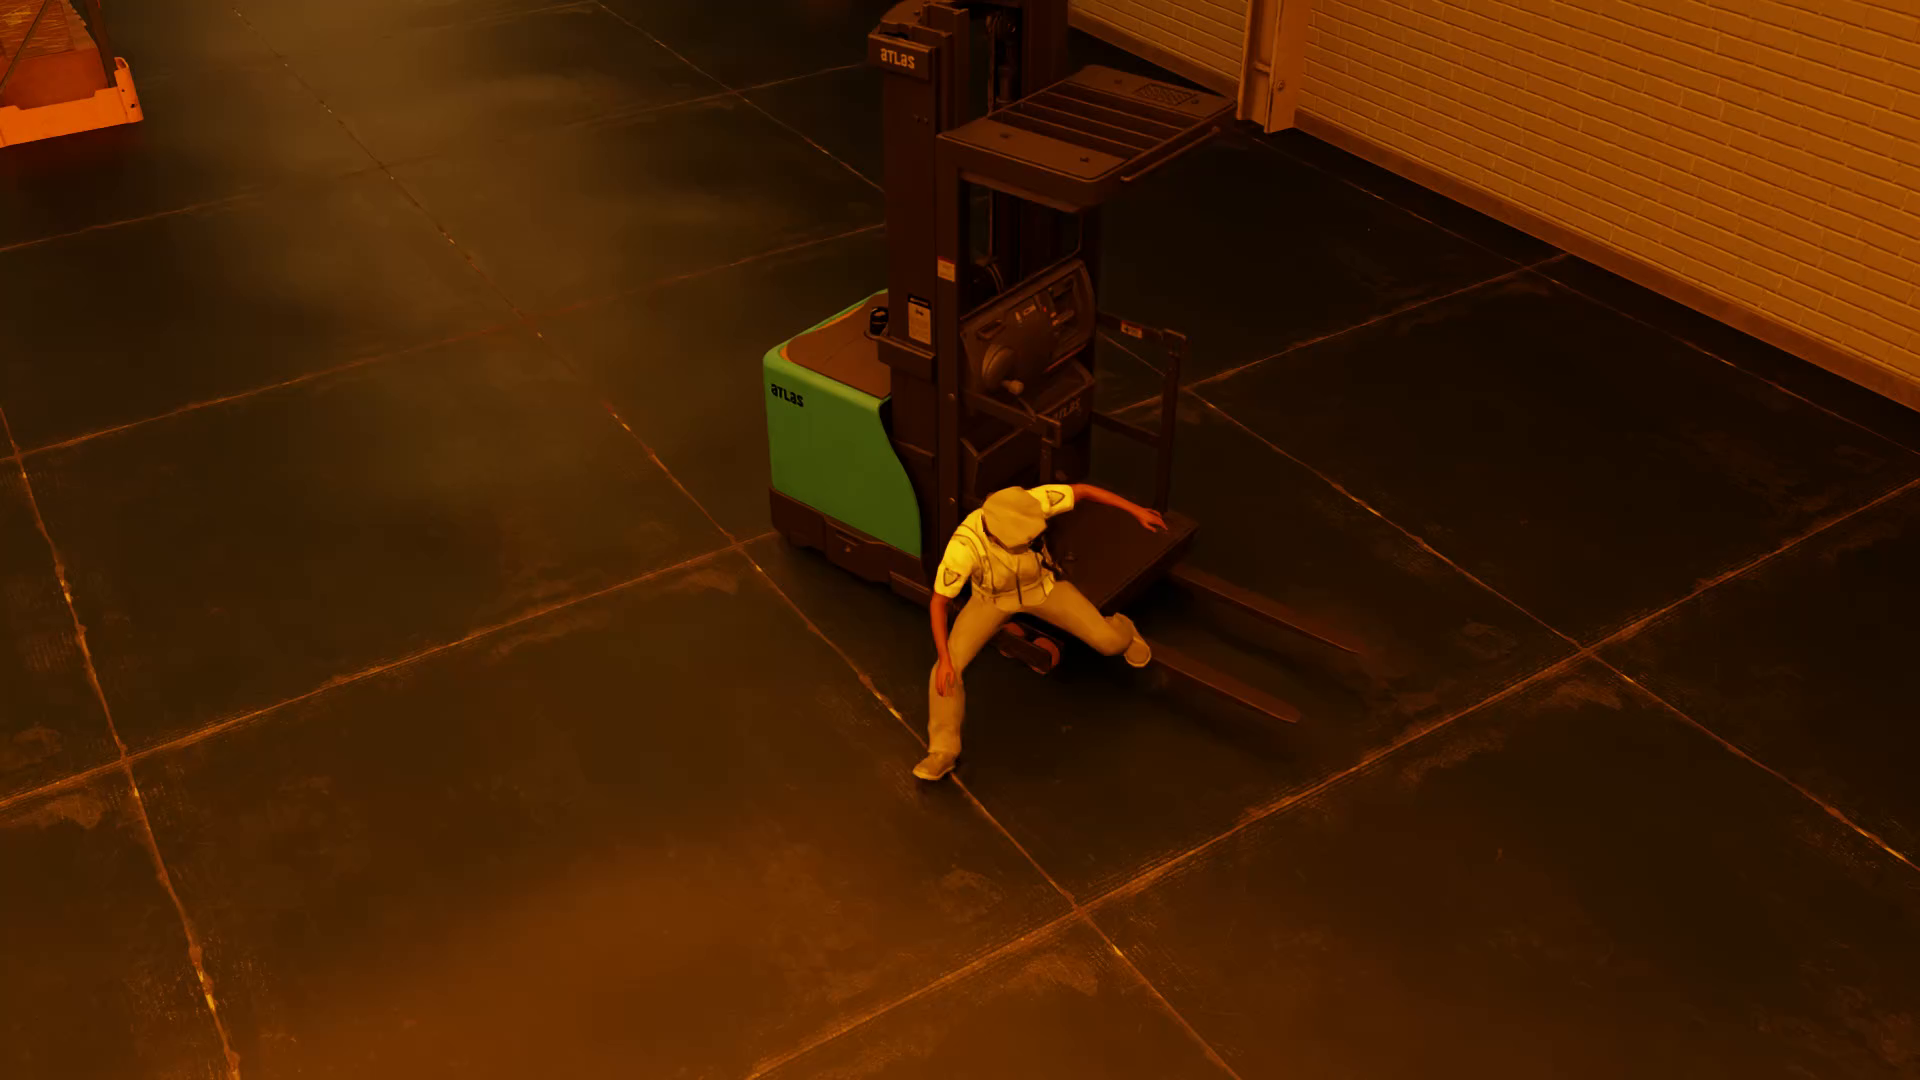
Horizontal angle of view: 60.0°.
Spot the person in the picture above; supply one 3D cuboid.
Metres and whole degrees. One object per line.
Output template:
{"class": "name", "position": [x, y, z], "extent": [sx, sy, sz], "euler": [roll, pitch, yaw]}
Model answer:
{"class": "person", "position": [0.319, 0.290, 7.093], "extent": [1.172, 1.390, 0.735], "euler": [-6, 36, -9]}

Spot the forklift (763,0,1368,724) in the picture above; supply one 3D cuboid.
{"class": "forklift", "position": [0.481, -0.919, 7.456], "extent": [3.031, 2.935, 1.130], "euler": [25, 42, 31]}
